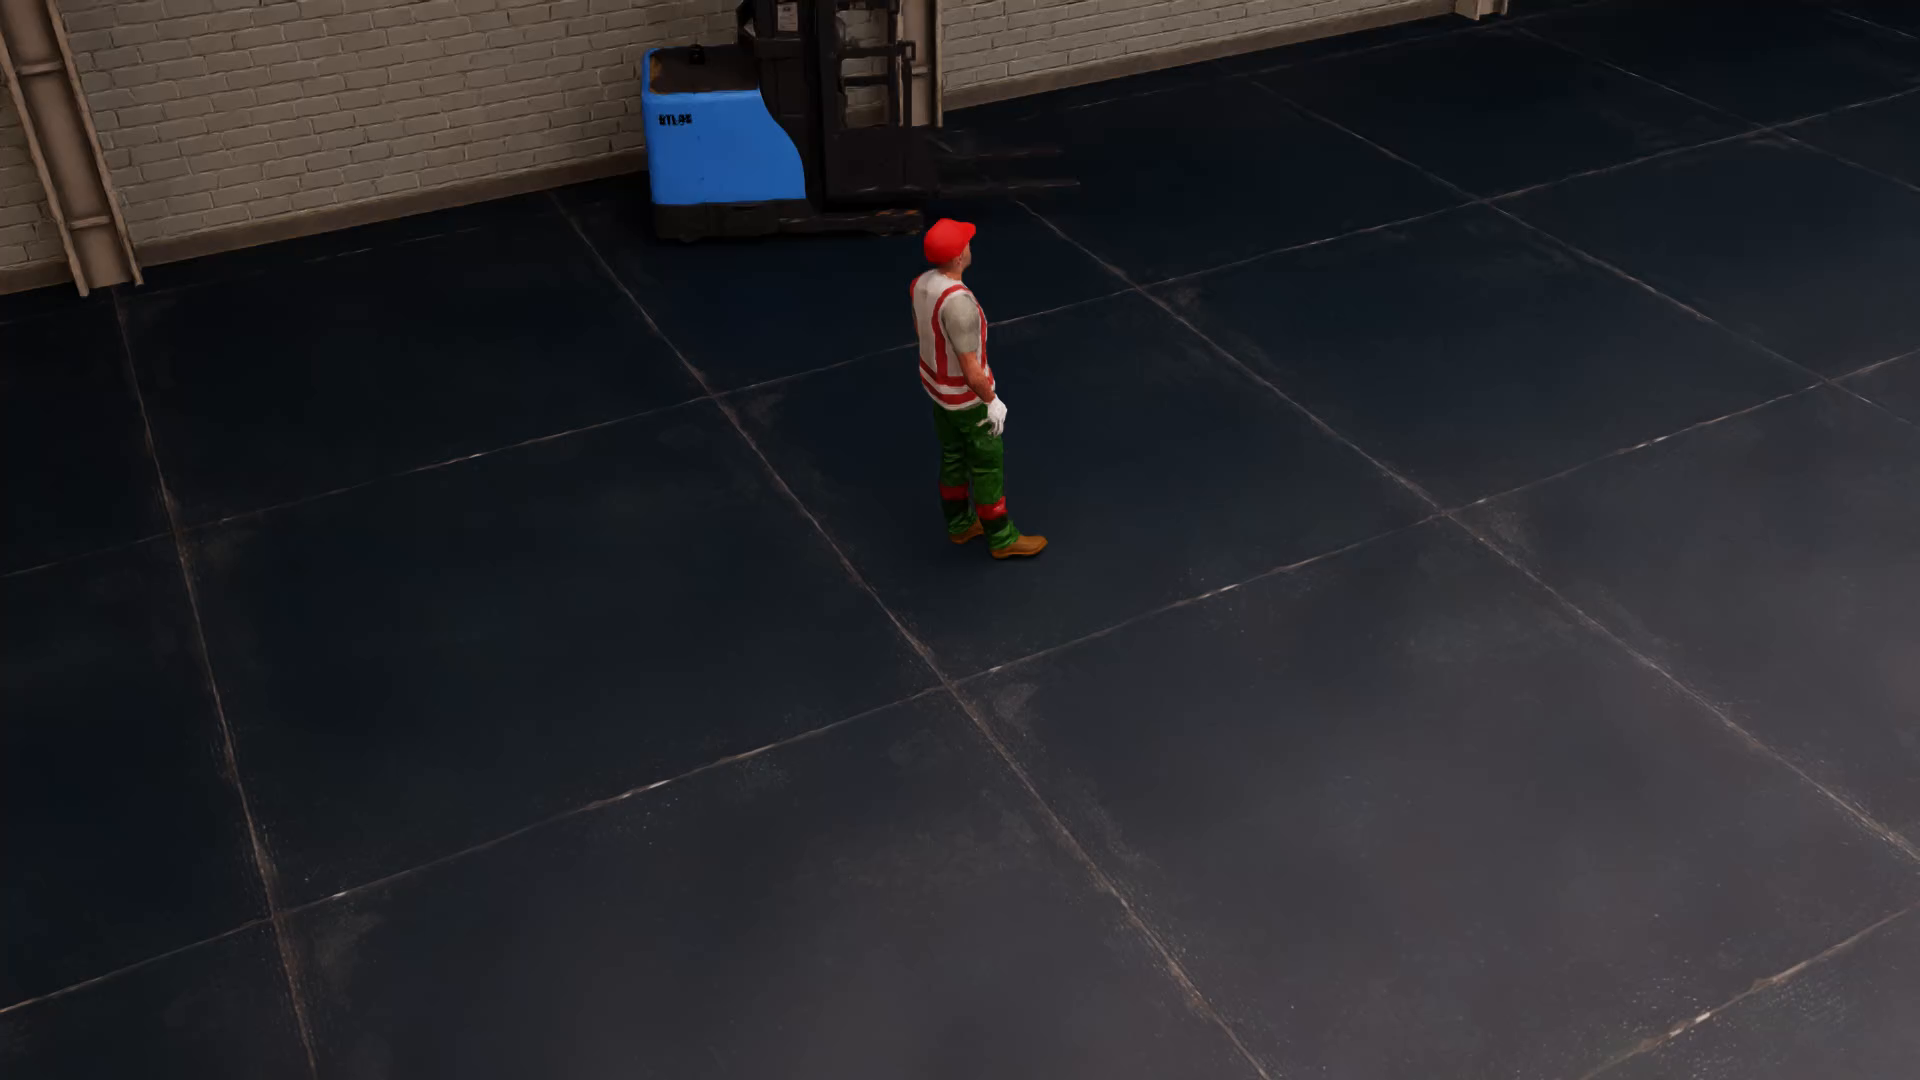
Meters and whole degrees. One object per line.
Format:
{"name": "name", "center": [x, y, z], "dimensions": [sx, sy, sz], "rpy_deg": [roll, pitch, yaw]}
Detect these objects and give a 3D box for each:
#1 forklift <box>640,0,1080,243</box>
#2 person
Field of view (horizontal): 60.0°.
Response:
{"name": "forklift", "center": [-0.686, -3.632, 11.262], "dimensions": [3.031, 2.935, 1.130], "rpy_deg": [-5, 36, -7]}
{"name": "person", "center": [0.076, -0.753, 8.165], "dimensions": [0.563, 1.787, 0.637], "rpy_deg": [-17, 39, -23]}
